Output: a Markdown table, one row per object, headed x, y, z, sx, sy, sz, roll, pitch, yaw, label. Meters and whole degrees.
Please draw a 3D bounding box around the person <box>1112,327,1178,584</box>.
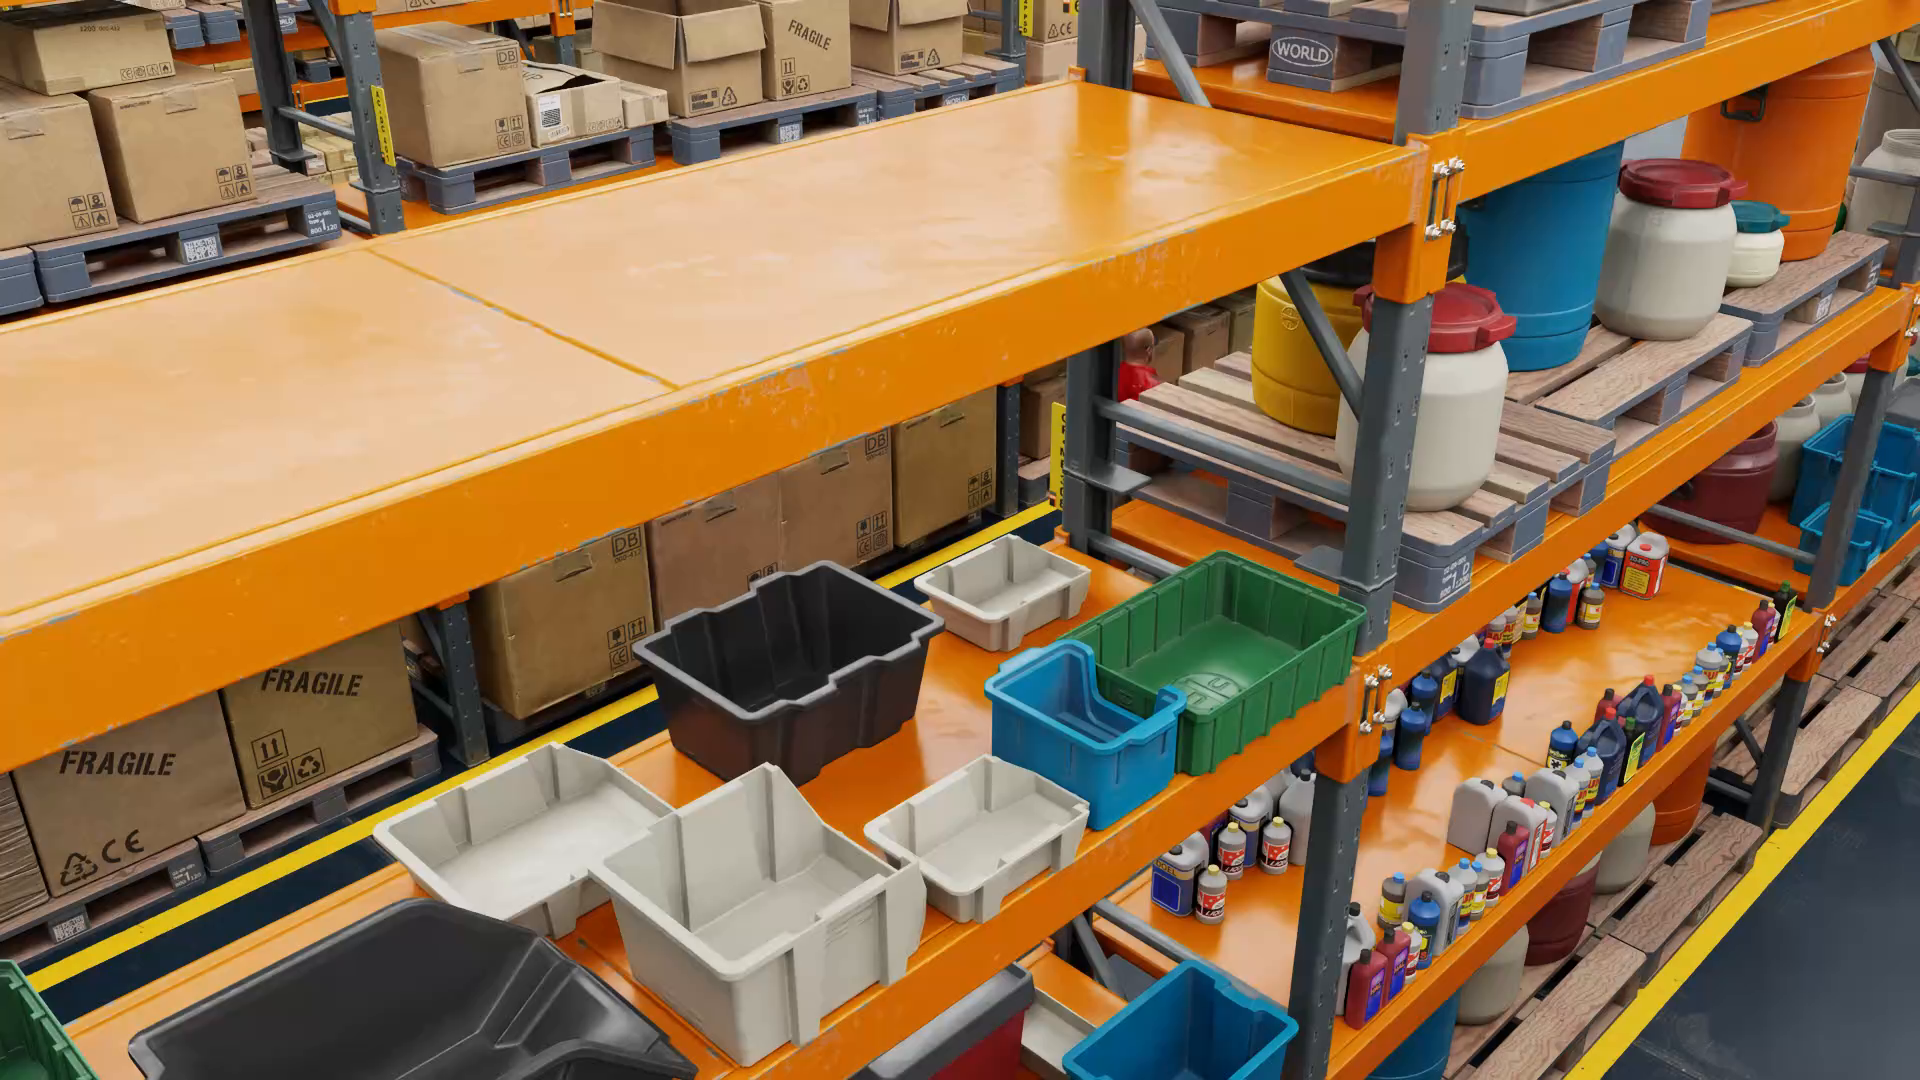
| x | y | z | sx | sy | sz | roll | pitch | yaw | label |
| --- | --- | --- | --- | --- | --- | --- | --- | --- | --- |
| 1.089 | -0.470 | 9.827 | 0.521 | 1.729 | 0.517 | 24 | 36 | 38 | person |
